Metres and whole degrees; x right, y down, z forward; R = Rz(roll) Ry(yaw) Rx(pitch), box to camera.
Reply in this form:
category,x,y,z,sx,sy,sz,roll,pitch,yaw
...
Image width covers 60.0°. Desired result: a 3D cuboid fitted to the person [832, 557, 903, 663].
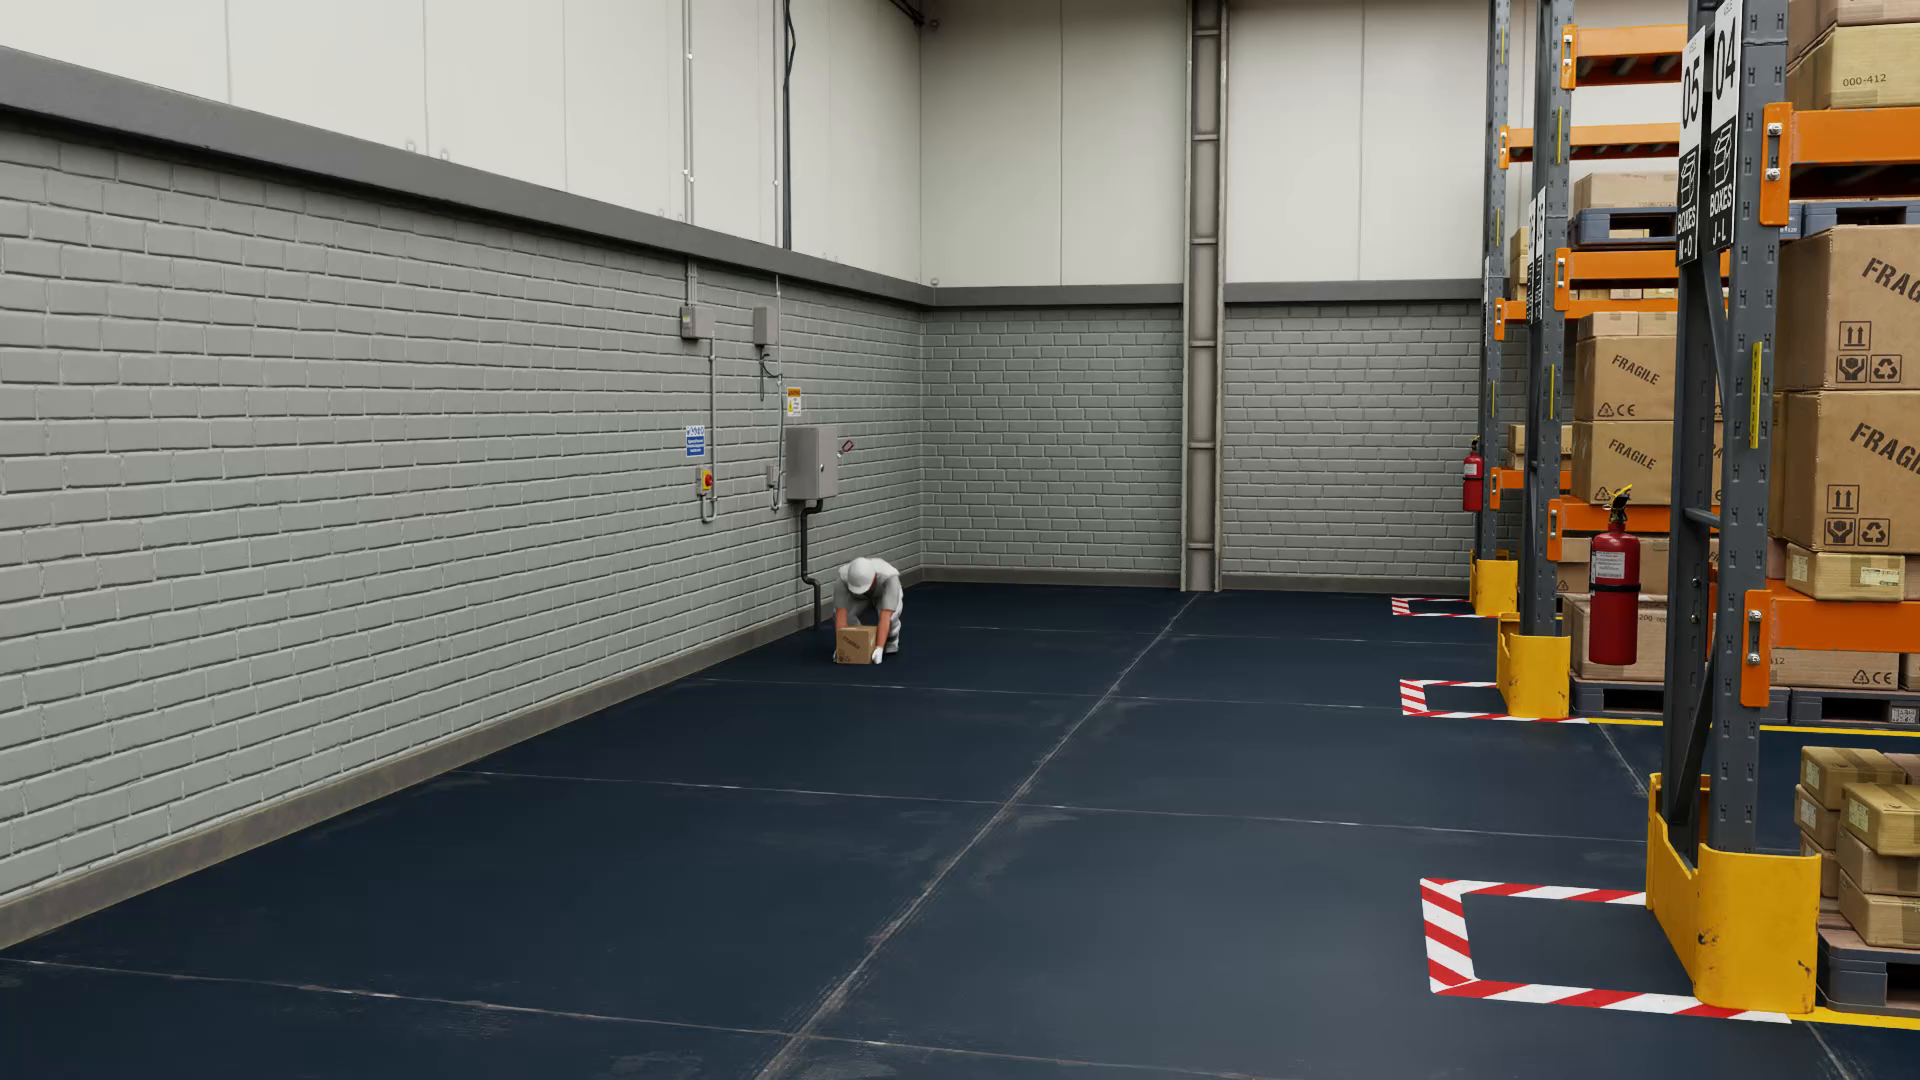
category,x,y,z,sx,sy,sz,roll,pitch,yaw
person,-0.691,0.526,12.550,0.543,0.861,0.931,1,5,13
